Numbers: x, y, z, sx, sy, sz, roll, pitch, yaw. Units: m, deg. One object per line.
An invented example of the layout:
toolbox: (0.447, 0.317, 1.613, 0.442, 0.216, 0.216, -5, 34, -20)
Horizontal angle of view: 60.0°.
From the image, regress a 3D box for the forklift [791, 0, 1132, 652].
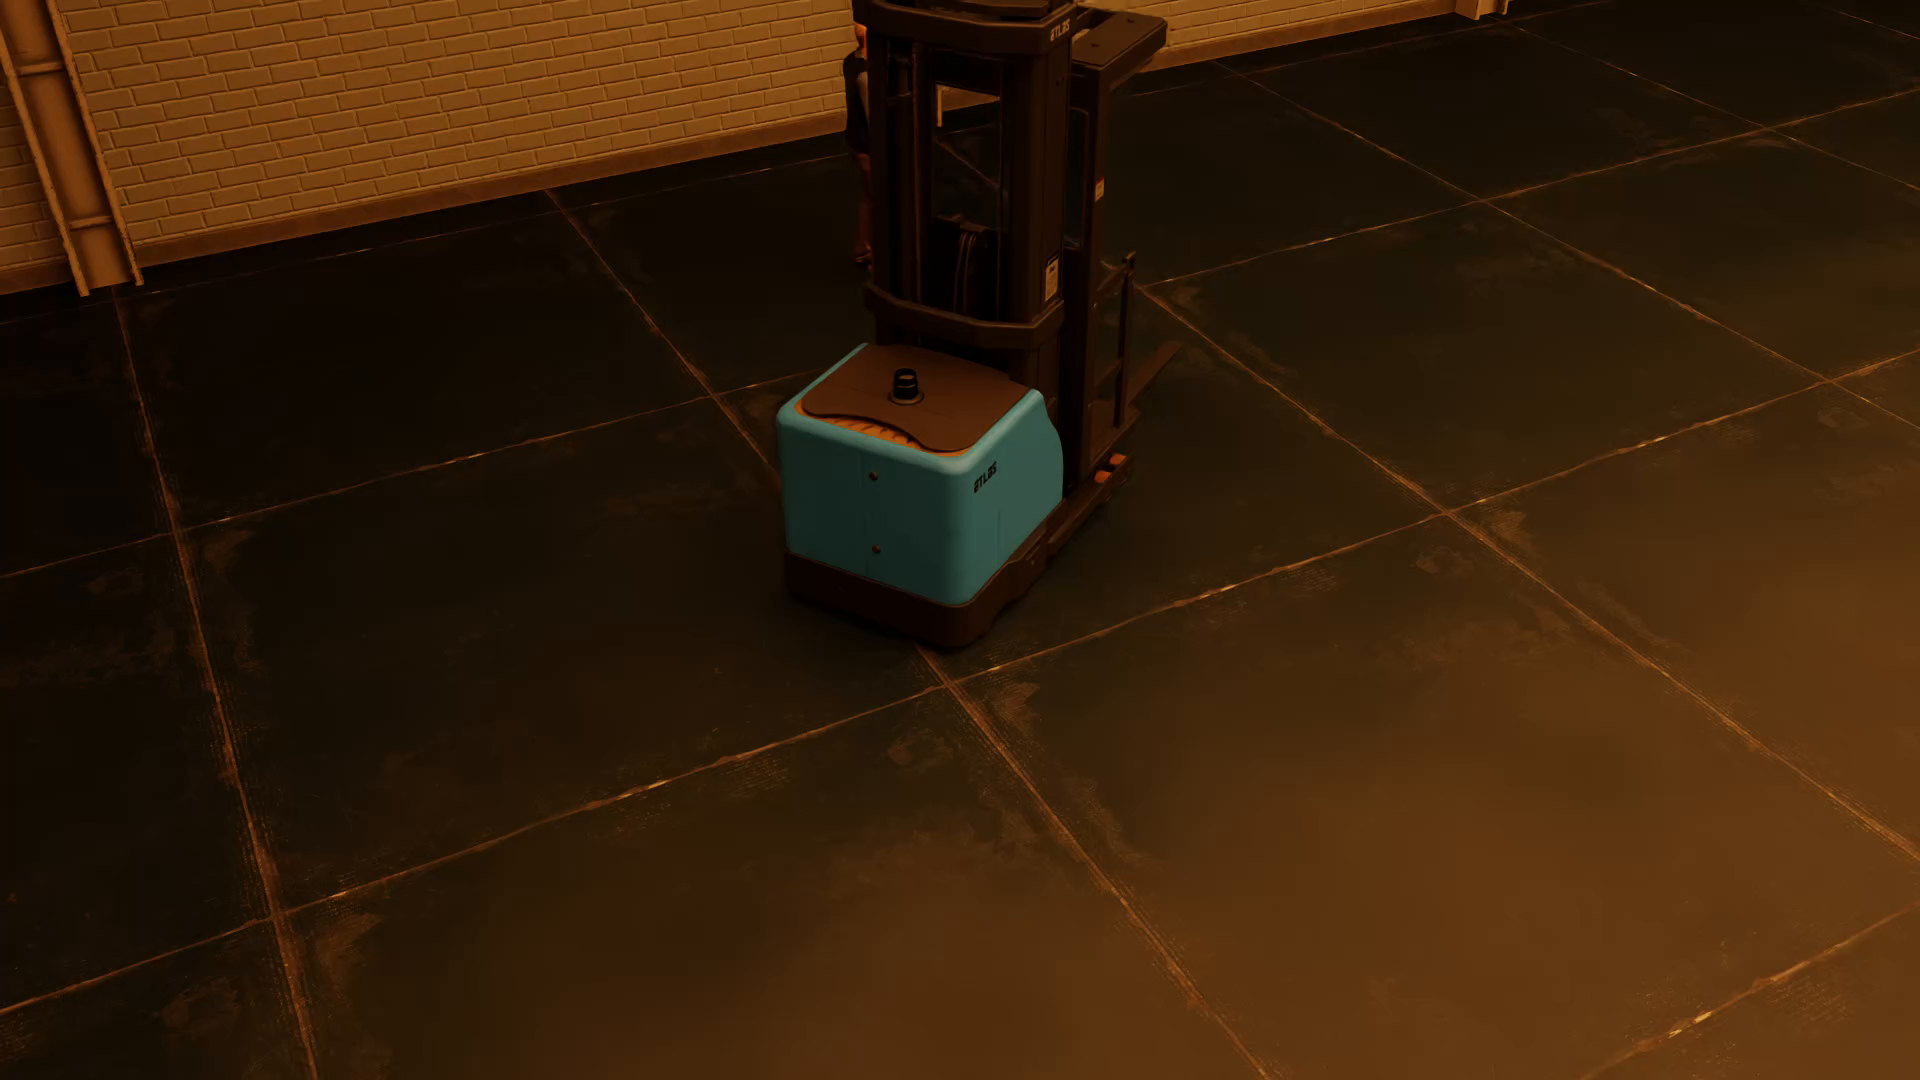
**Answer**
forklift: (0.167, -1.521, 8.275, 1.130, 2.935, 3.031, 11, 37, 15)

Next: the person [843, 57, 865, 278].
person: (-0.496, -2.518, 10.744, 0.402, 1.719, 0.564, 13, 37, 18)
